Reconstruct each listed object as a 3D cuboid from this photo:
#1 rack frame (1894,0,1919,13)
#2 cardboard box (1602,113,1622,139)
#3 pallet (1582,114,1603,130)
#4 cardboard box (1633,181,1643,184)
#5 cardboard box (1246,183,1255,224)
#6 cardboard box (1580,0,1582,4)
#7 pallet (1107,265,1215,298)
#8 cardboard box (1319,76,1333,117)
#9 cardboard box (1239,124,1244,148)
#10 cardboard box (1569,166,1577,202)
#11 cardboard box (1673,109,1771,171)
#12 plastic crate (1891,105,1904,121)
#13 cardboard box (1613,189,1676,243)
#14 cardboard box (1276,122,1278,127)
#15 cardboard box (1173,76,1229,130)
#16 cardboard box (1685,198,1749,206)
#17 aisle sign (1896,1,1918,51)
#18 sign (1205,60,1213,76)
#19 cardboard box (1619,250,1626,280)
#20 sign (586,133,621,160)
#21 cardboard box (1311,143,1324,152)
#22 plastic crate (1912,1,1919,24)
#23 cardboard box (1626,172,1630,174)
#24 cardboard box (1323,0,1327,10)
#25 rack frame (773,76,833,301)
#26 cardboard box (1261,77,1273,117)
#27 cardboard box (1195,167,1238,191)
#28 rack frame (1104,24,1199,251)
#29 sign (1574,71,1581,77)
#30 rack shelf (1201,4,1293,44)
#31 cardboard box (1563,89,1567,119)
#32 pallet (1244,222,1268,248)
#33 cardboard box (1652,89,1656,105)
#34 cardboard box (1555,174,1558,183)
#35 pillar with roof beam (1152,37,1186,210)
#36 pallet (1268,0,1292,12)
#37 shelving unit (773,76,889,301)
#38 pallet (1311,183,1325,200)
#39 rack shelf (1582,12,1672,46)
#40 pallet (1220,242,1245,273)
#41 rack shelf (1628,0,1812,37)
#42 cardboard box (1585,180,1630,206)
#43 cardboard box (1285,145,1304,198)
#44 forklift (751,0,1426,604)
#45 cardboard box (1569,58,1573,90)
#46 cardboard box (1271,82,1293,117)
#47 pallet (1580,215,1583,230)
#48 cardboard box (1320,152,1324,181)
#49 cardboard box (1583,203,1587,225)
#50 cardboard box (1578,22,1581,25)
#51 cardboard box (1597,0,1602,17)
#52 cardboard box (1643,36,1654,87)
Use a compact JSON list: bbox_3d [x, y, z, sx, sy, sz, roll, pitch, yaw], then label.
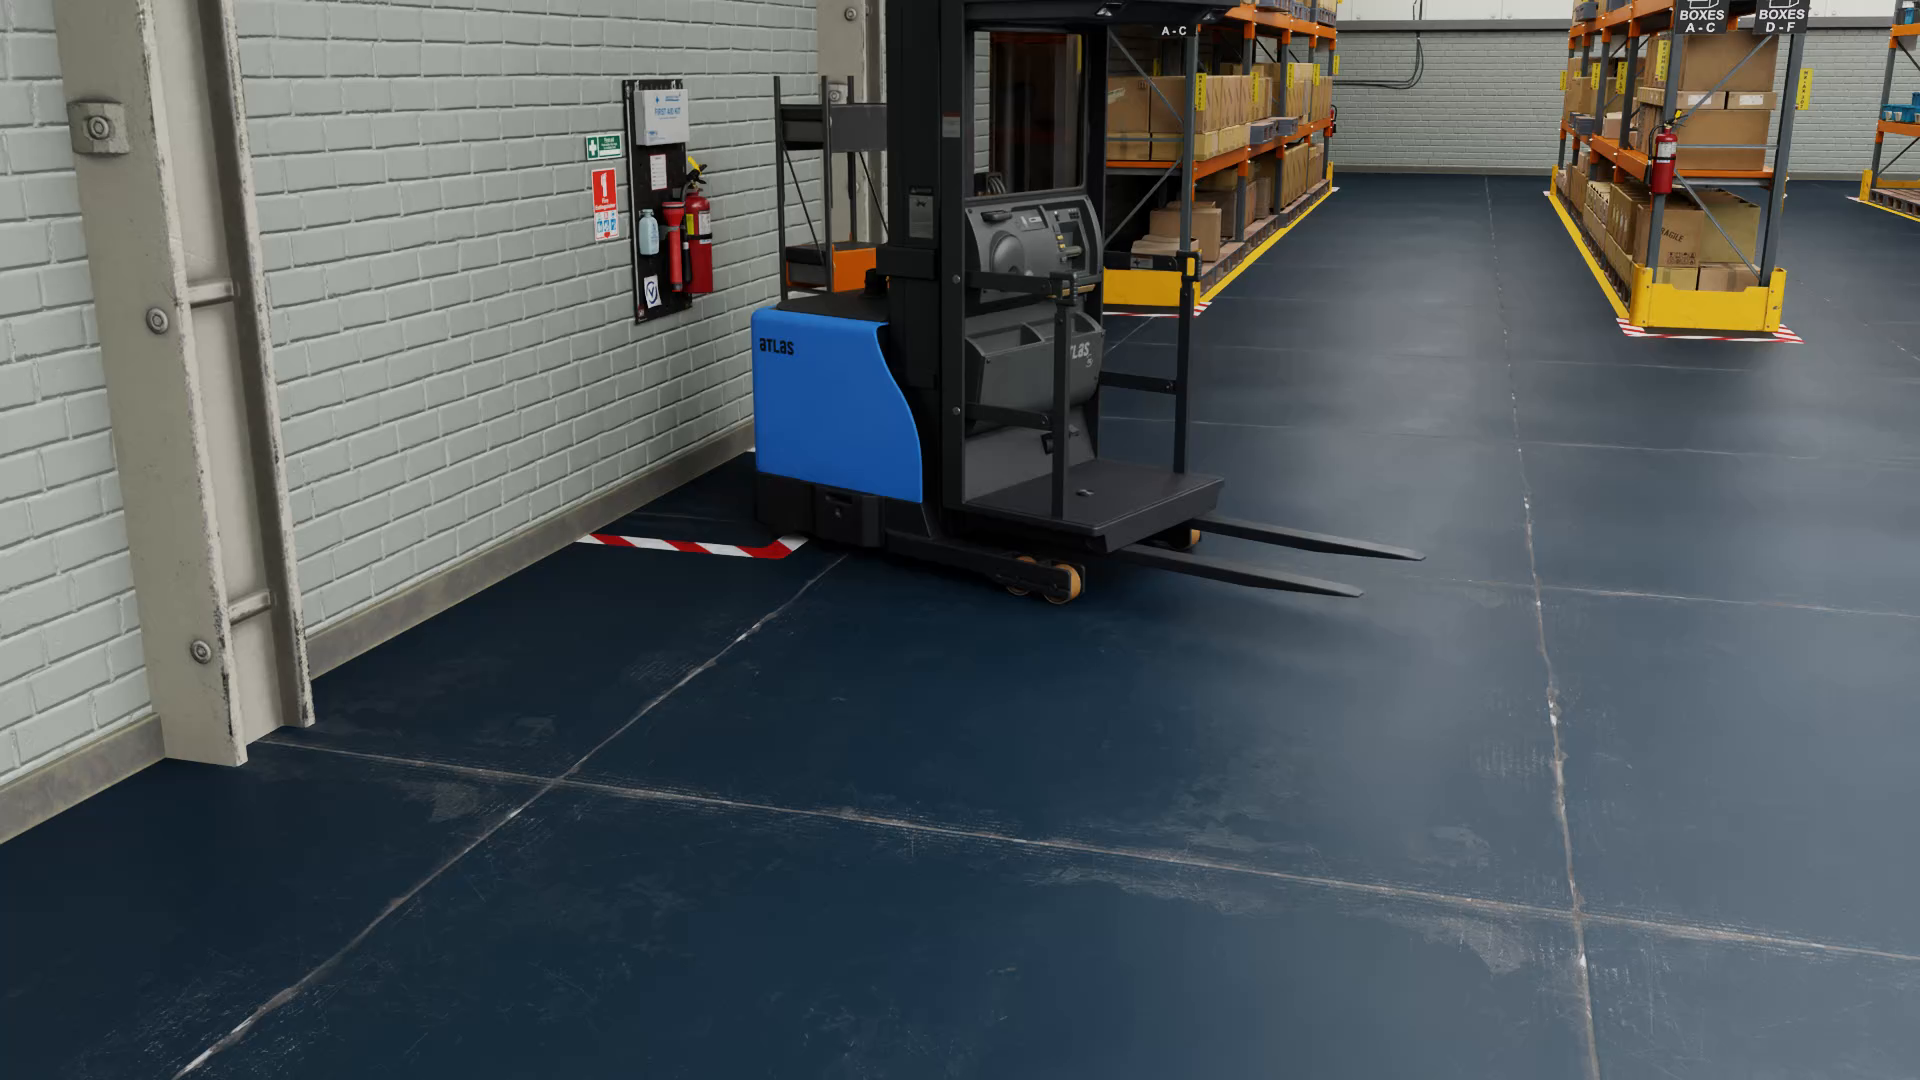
[{"bbox_3d":[15.695,-9.979,26.520,1.000,3.000,0.127,5,16,16],"label":"rack frame"},{"bbox_3d":[8.234,-5.123,20.558,0.500,0.311,0.500,4,16,15],"label":"cardboard box"},{"bbox_3d":[9.222,-5.802,23.139,1.003,0.211,1.213,5,16,16],"label":"pallet"},{"bbox_3d":[8.761,-4.378,21.008,0.500,0.311,0.500,5,17,17],"label":"cardboard box"},{"bbox_3d":[3.397,-4.327,21.362,0.700,0.500,0.500,5,16,16],"label":"cardboard box"},{"bbox_3d":[9.978,-8.452,25.994,0.500,0.250,0.500,5,16,16],"label":"cardboard box"},{"bbox_3d":[1.936,-2.563,16.480,1.003,0.211,1.213,5,16,16],"label":"pallet"},{"bbox_3d":[6.061,-7.871,29.533,0.980,0.700,0.700,5,17,18],"label":"cardboard box"},{"bbox_3d":[2.793,-4.382,18.019,0.500,0.250,0.500,5,17,16],"label":"cardboard box"},{"bbox_3d":[9.439,-5.333,24.908,0.500,0.500,0.500,4,16,13],"label":"cardboard box"},{"bbox_3d":[6.545,-3.461,14.352,0.700,0.500,0.500,5,16,16],"label":"cardboard box"},{"bbox_3d":[15.122,-6.830,26.609,0.416,0.233,0.300,5,16,16],"label":"plastic crate"},{"bbox_3d":[6.821,-3.220,16.579,0.500,0.500,0.500,5,16,16],"label":"cardboard box"},{"bbox_3d":[4.239,-5.725,22.940,0.380,0.149,0.250,4,16,15],"label":"cardboard box"},{"bbox_3d":[2.376,-4.338,16.491,0.500,0.500,0.500,4,16,14],"label":"cardboard box"},{"bbox_3d":[7.036,-2.918,15.514,0.500,0.500,0.500,5,16,16],"label":"cardboard box"},{"bbox_3d":[15.431,-8.385,27.132,0.394,0.787,0.004,5,16,16],"label":"aisle sign"},{"bbox_3d":[3.390,-6.367,22.659,0.100,0.325,0.005,5,16,16],"label":"sign"},{"bbox_3d":[6.540,-2.597,15.758,0.500,0.250,0.500,5,16,16],"label":"cardboard box"},{"bbox_3d":[-1.671,-1.848,7.811,0.001,0.109,0.331,5,16,16],"label":"sign"},{"bbox_3d":[6.232,-6.934,29.401,0.380,0.149,0.250,4,16,15],"label":"cardboard box"},{"bbox_3d":[14.997,-8.128,25.604,0.504,0.338,0.767,5,16,16],"label":"plastic crate"},{"bbox_3d":[9.511,-4.896,23.369,0.500,0.500,0.500,4,16,14],"label":"cardboard box"},{"bbox_3d":[5.667,-8.728,26.929,0.500,0.250,0.500,4,16,15],"label":"cardboard box"},{"bbox_3d":[-0.775,-1.256,8.401,0.400,2.100,0.015,15,21,43],"label":"rack frame"},{"bbox_3d":[3.799,-5.904,22.158,0.700,0.500,0.500,3,16,9],"label":"cardboard box"},{"bbox_3d":[3.101,-4.401,20.248,0.500,0.250,0.500,4,16,15],"label":"cardboard box"},{"bbox_3d":[1.650,-3.675,15.289,1.000,3.000,0.127,5,16,16],"label":"rack frame"},{"bbox_3d":[9.288,-6.888,25.030,0.100,0.325,0.005,5,16,16],"label":"sign"},{"bbox_3d":[3.355,-6.342,20.512,1.077,0.370,4.000,5,16,16],"label":"rack shelf"},{"bbox_3d":[10.568,-7.430,28.346,0.500,0.500,0.500,5,17,17],"label":"cardboard box"},{"bbox_3d":[3.351,-3.904,21.207,1.003,0.211,1.213,5,16,16],"label":"pallet"},{"bbox_3d":[6.838,-4.238,15.901,0.380,0.149,0.250,4,16,15],"label":"cardboard box"},{"bbox_3d":[10.499,-6.235,28.733,0.380,0.149,0.250,5,16,16],"label":"cardboard box"},{"bbox_3d":[6.852,-8.047,19.710,9.100,9.000,0.400,5,16,16],"label":"pillar with roof beam"},{"bbox_3d":[3.356,-6.499,20.093,1.213,0.211,1.003,5,16,16],"label":"pallet"},{"bbox_3d":[-0.603,-1.303,8.568,0.431,2.100,0.503,15,21,43],"label":"shelving unit"},{"bbox_3d":[5.696,-5.986,28.547,1.003,0.211,1.213,5,16,16],"label":"pallet"},{"bbox_3d":[9.242,-7.005,22.851,1.077,0.370,4.000,5,16,16],"label":"rack shelf"},{"bbox_3d":[2.629,-3.202,18.730,1.003,0.211,1.213,5,16,16],"label":"pallet"},{"bbox_3d":[6.969,-4.912,15.472,1.077,0.370,4.000,5,16,16],"label":"rack shelf"},{"bbox_3d":[8.243,-4.420,21.156,0.500,0.311,0.500,5,17,18],"label":"cardboard box"},{"bbox_3d":[4.750,-5.569,25.138,0.750,0.750,0.750,5,17,18],"label":"cardboard box"},{"bbox_3d":[0.497,-1.307,7.066,3.031,2.935,1.130,12,20,36],"label":"forklift"},{"bbox_3d":[10.280,-7.644,27.265,0.500,0.500,0.500,5,17,17],"label":"cardboard box"},{"bbox_3d":[4.307,-6.076,22.989,0.500,0.500,0.500,5,17,18],"label":"cardboard box"},{"bbox_3d":[8.922,-4.236,22.376,1.003,0.211,1.213,5,16,16],"label":"pallet"},{"bbox_3d":[6.094,-6.670,29.658,0.700,0.500,0.500,5,16,16],"label":"cardboard box"},{"bbox_3d":[8.243,-4.150,21.233,0.500,0.250,0.500,5,16,16],"label":"cardboard box"},{"bbox_3d":[9.980,-8.212,26.061,0.500,0.250,0.500,5,16,16],"label":"cardboard box"},{"bbox_3d":[9.058,-7.262,22.256,0.910,0.500,0.500,5,16,16],"label":"cardboard box"},{"bbox_3d":[7.417,-4.894,17.026,0.700,0.500,0.500,5,17,16],"label":"cardboard box"}]
